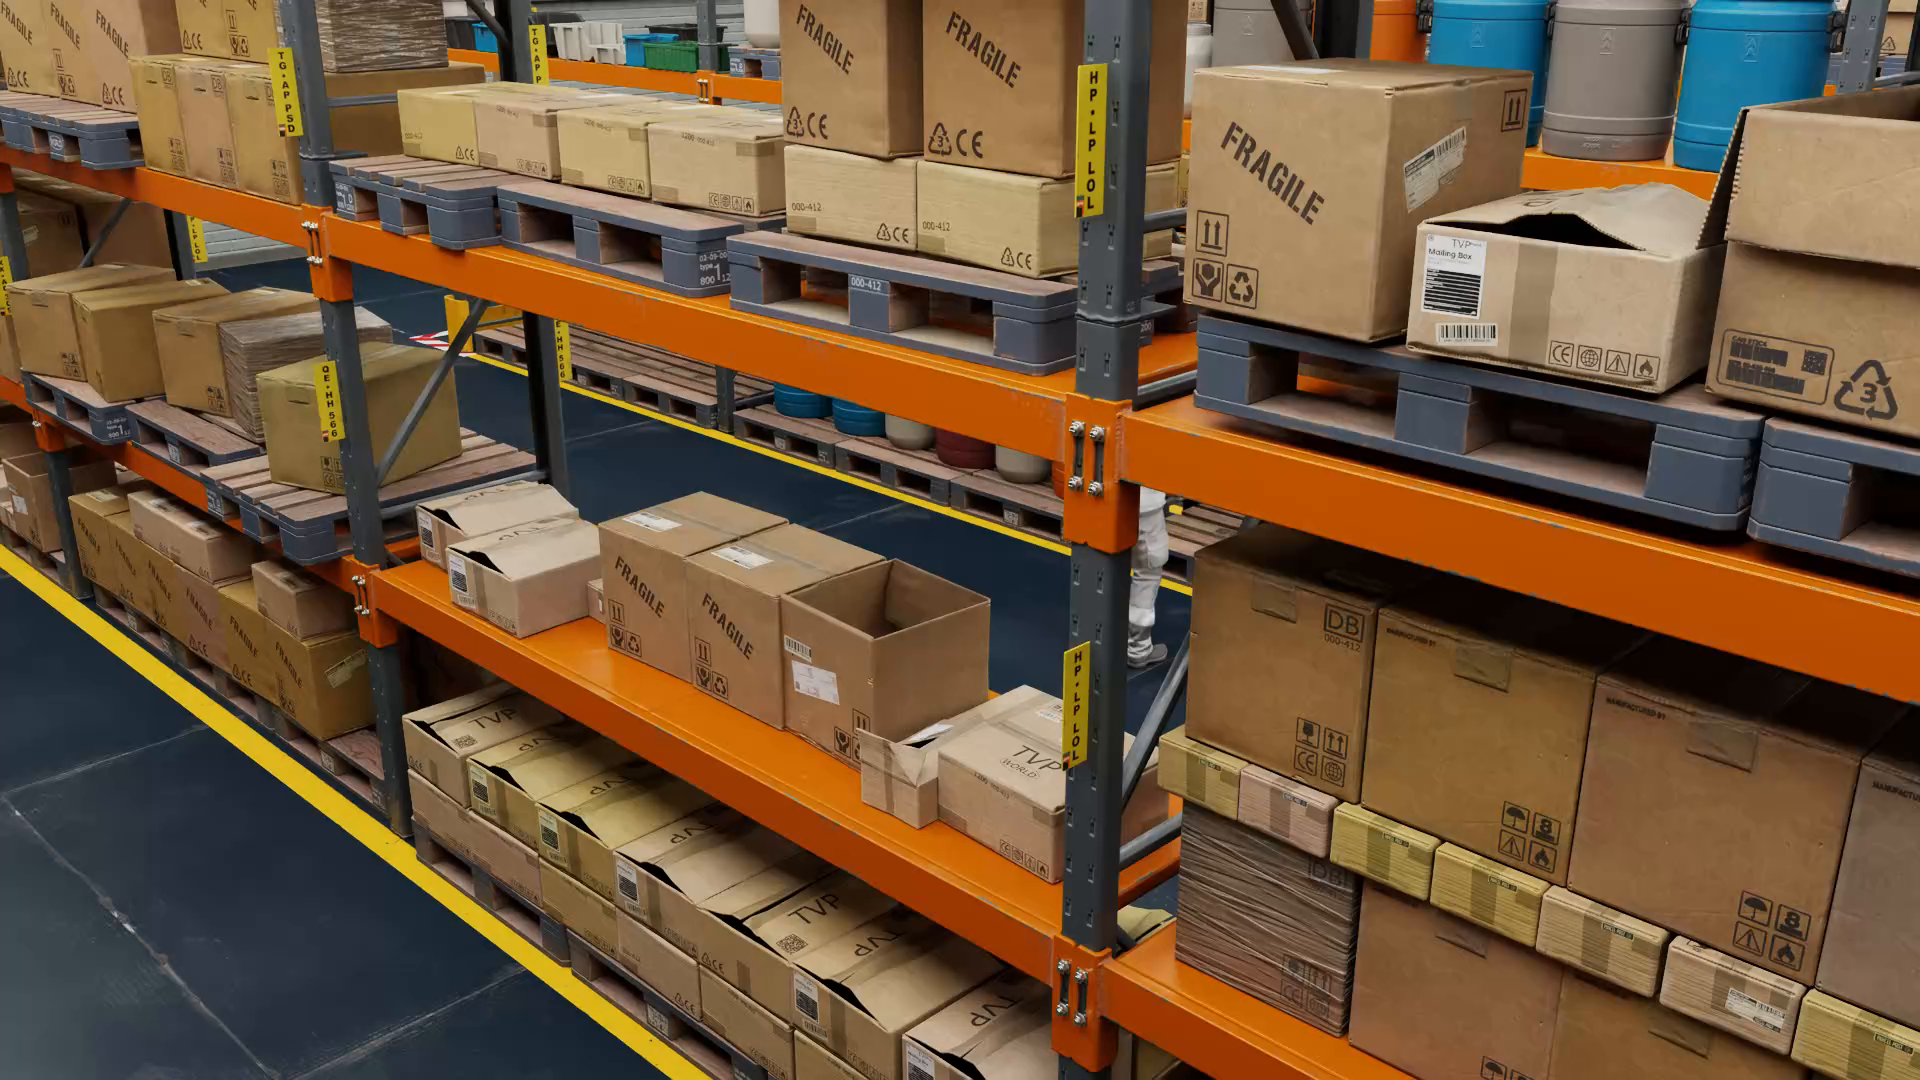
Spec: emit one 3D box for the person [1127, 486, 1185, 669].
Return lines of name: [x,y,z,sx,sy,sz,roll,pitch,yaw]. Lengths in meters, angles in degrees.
person: [0.985,-0.205,9.104,0.560,1.782,0.493,-19,28,-41]
